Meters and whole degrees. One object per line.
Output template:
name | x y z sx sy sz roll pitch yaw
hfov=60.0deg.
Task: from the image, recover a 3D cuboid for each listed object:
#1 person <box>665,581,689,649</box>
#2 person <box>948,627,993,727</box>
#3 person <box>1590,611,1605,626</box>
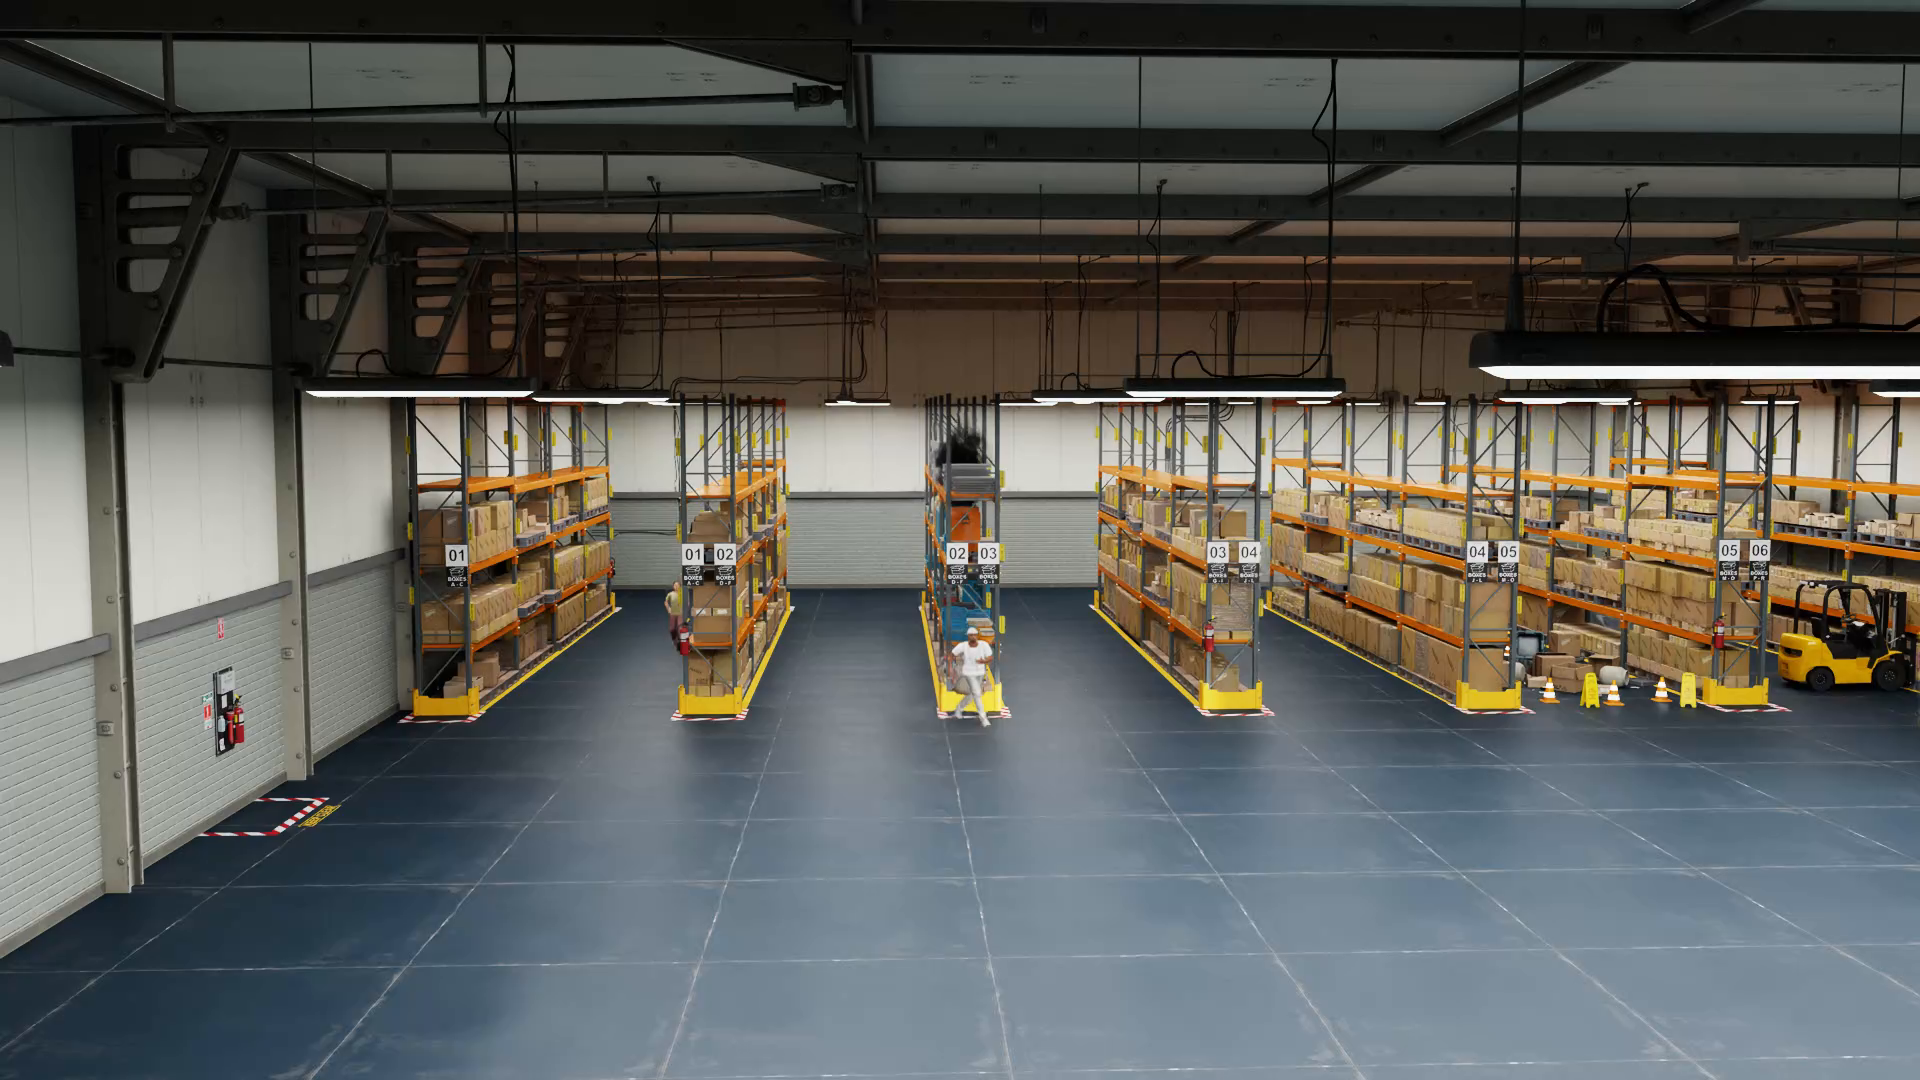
person | -6.732 1.783 39.568 0.576 1.622 0.557 -1 5 -7
person | 0.220 2.470 30.201 0.751 1.781 0.851 -3 5 -29
person | 16.333 1.448 42.630 0.663 1.766 0.990 -1 5 -10
